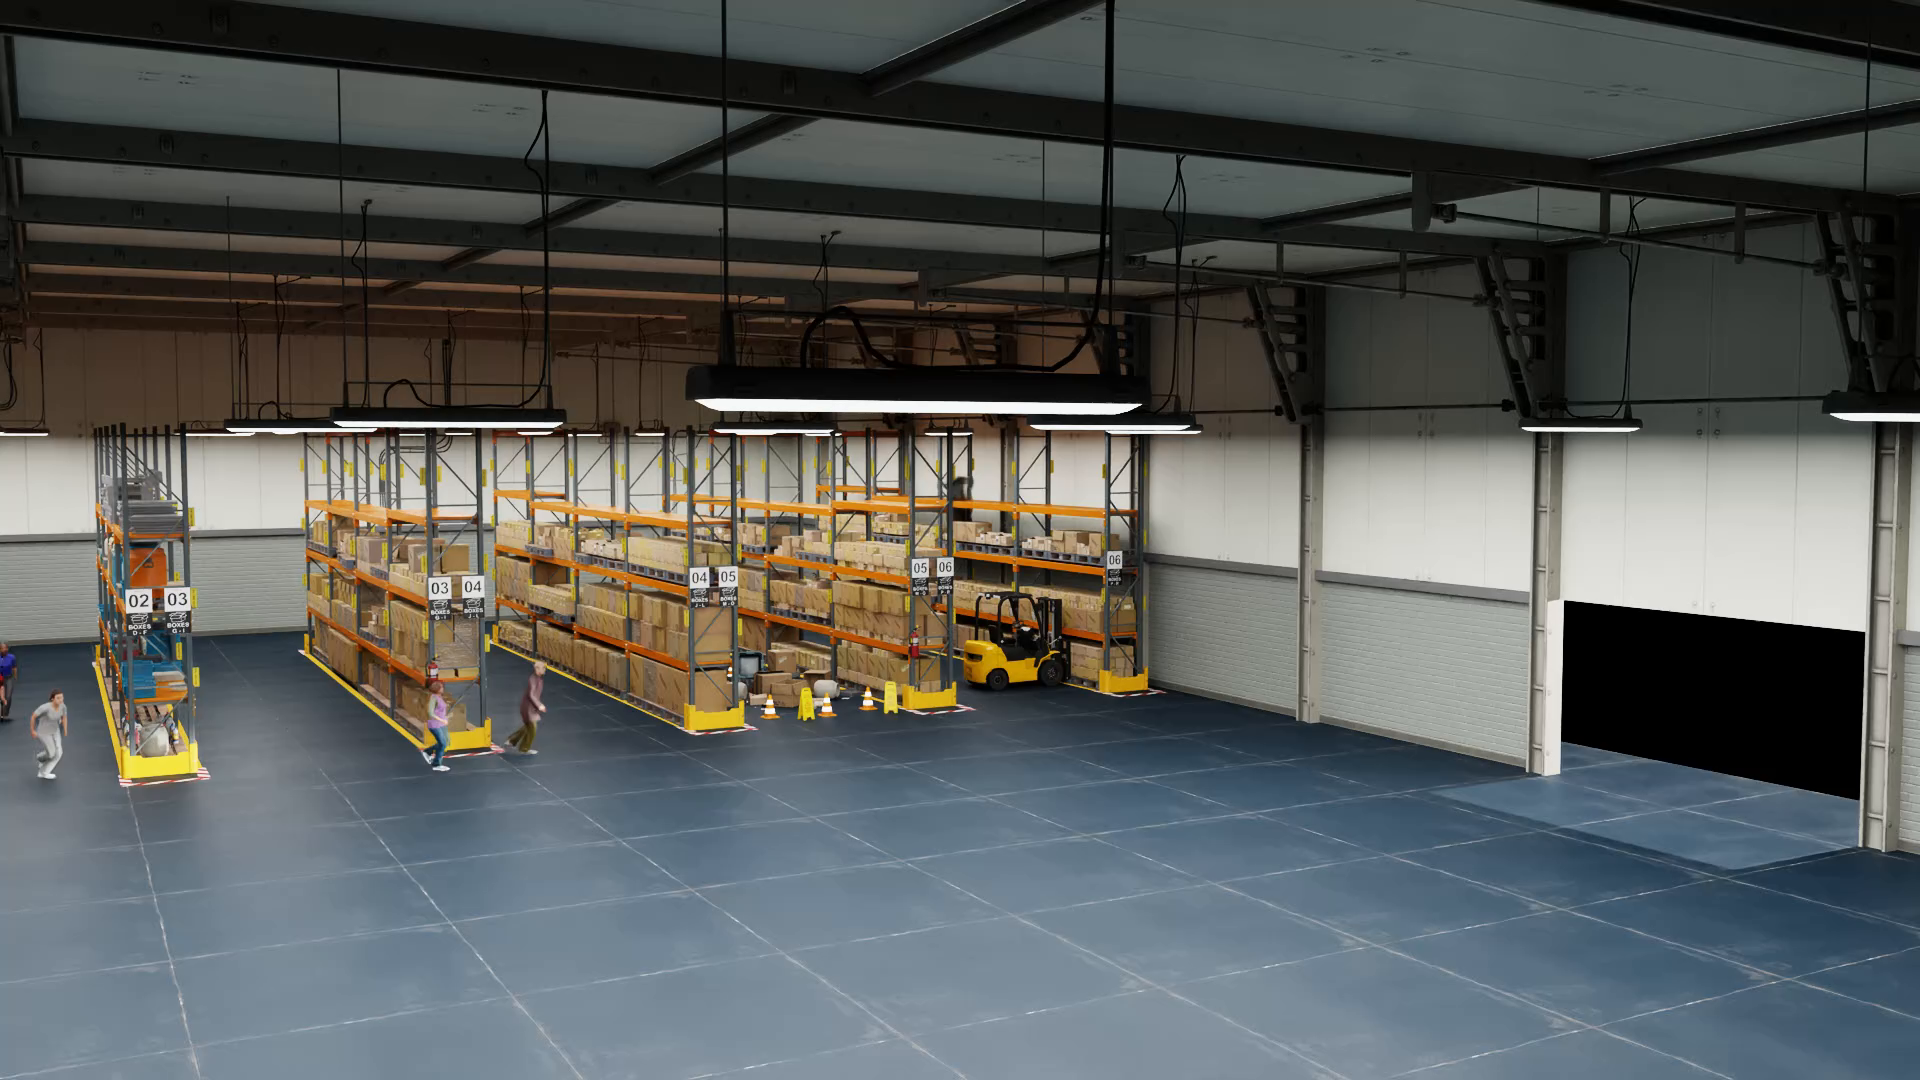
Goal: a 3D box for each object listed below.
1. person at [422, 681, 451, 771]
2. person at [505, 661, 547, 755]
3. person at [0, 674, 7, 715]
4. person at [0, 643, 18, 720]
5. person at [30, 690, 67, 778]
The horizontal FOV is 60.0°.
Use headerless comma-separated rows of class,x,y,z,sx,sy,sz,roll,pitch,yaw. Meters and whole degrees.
person,-9.038,3.213,28.650,0.536,1.563,0.561,0,3,0
person,-7.864,3.042,30.106,0.768,1.707,0.693,-1,4,-10
person,-17.949,3.044,30.633,0.697,1.673,0.662,3,4,39
person,-19.574,2.880,33.995,0.573,1.589,0.593,-3,5,-41
person,-15.356,3.259,27.989,0.714,1.513,0.569,2,4,30
